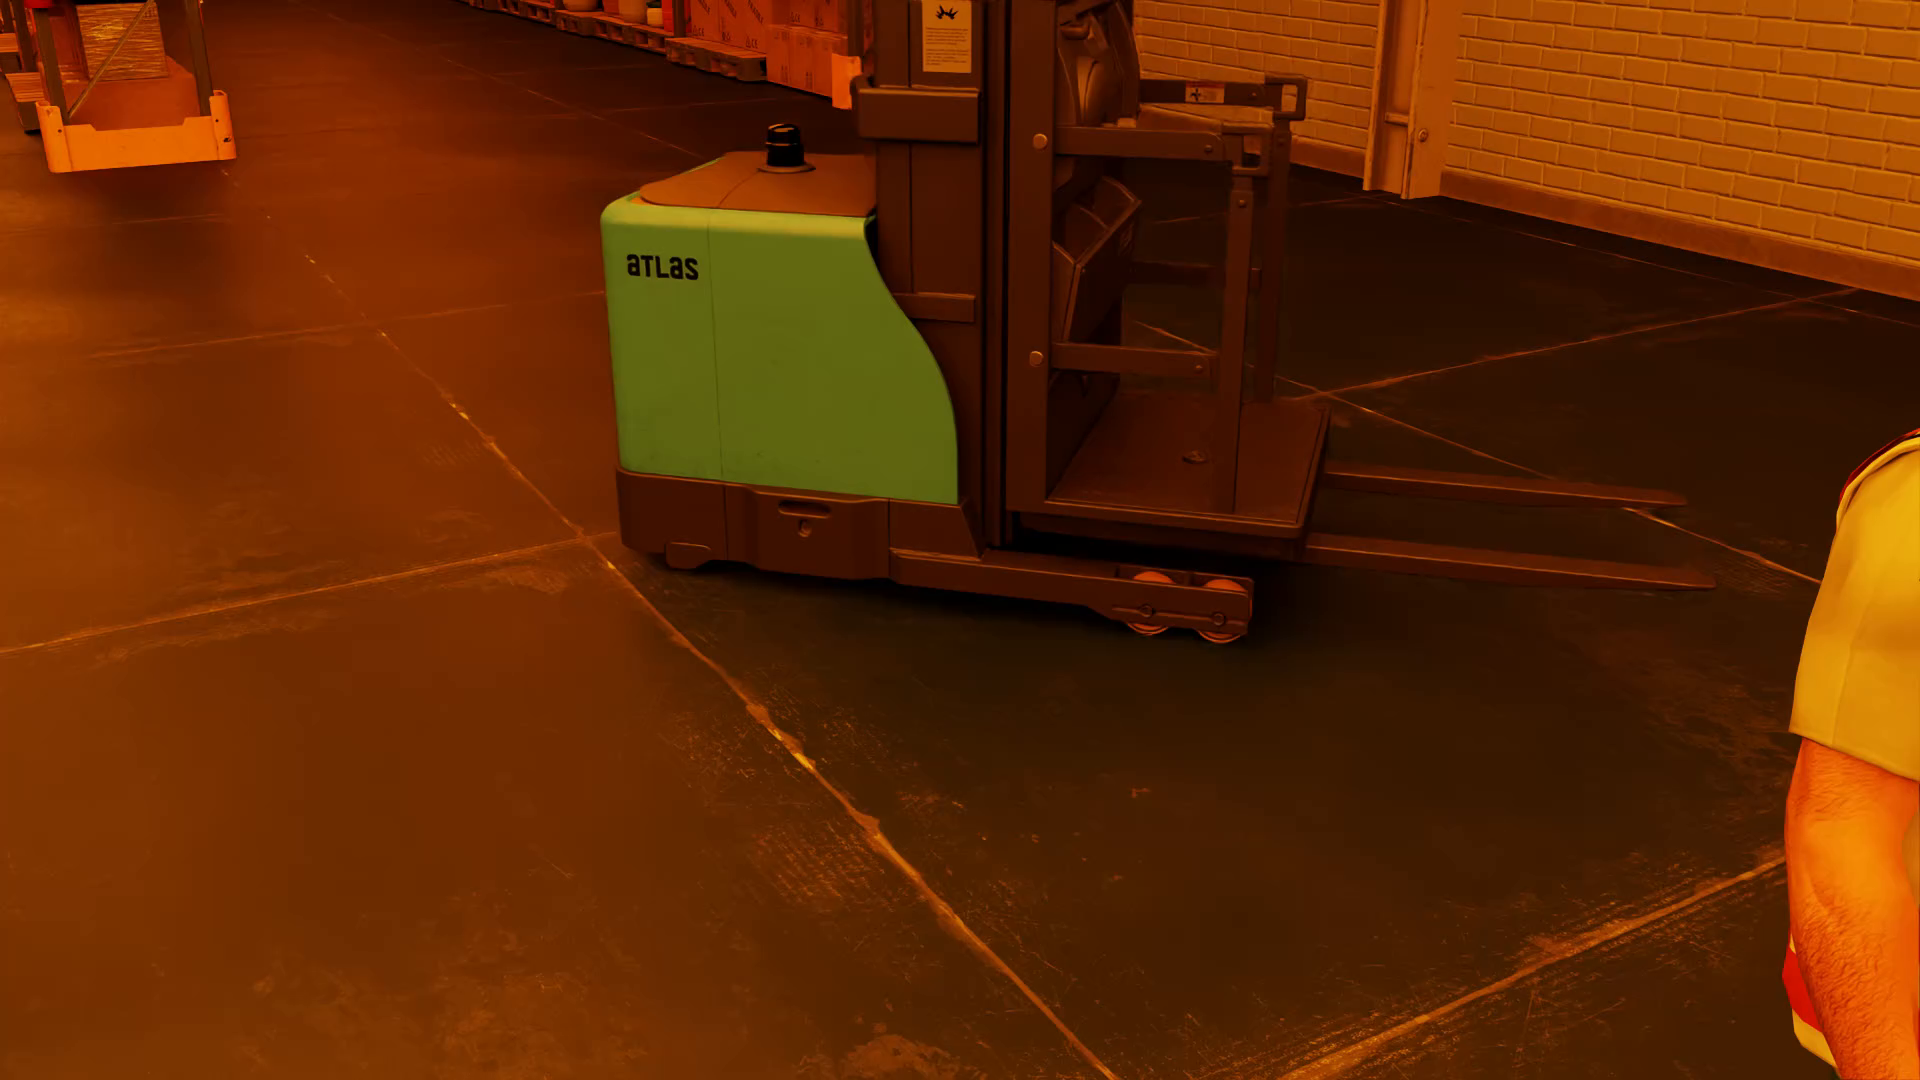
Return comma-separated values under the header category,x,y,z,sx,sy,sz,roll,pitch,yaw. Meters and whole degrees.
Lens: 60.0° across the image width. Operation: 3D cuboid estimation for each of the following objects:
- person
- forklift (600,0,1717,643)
category,x,y,z,sx,sy,sz,roll,pitch,yaw
person,1.033,0.506,1.526,0.638,1.787,0.564,-16,27,-33
forklift,0.565,-1.304,4.452,3.031,2.935,1.130,6,23,14
